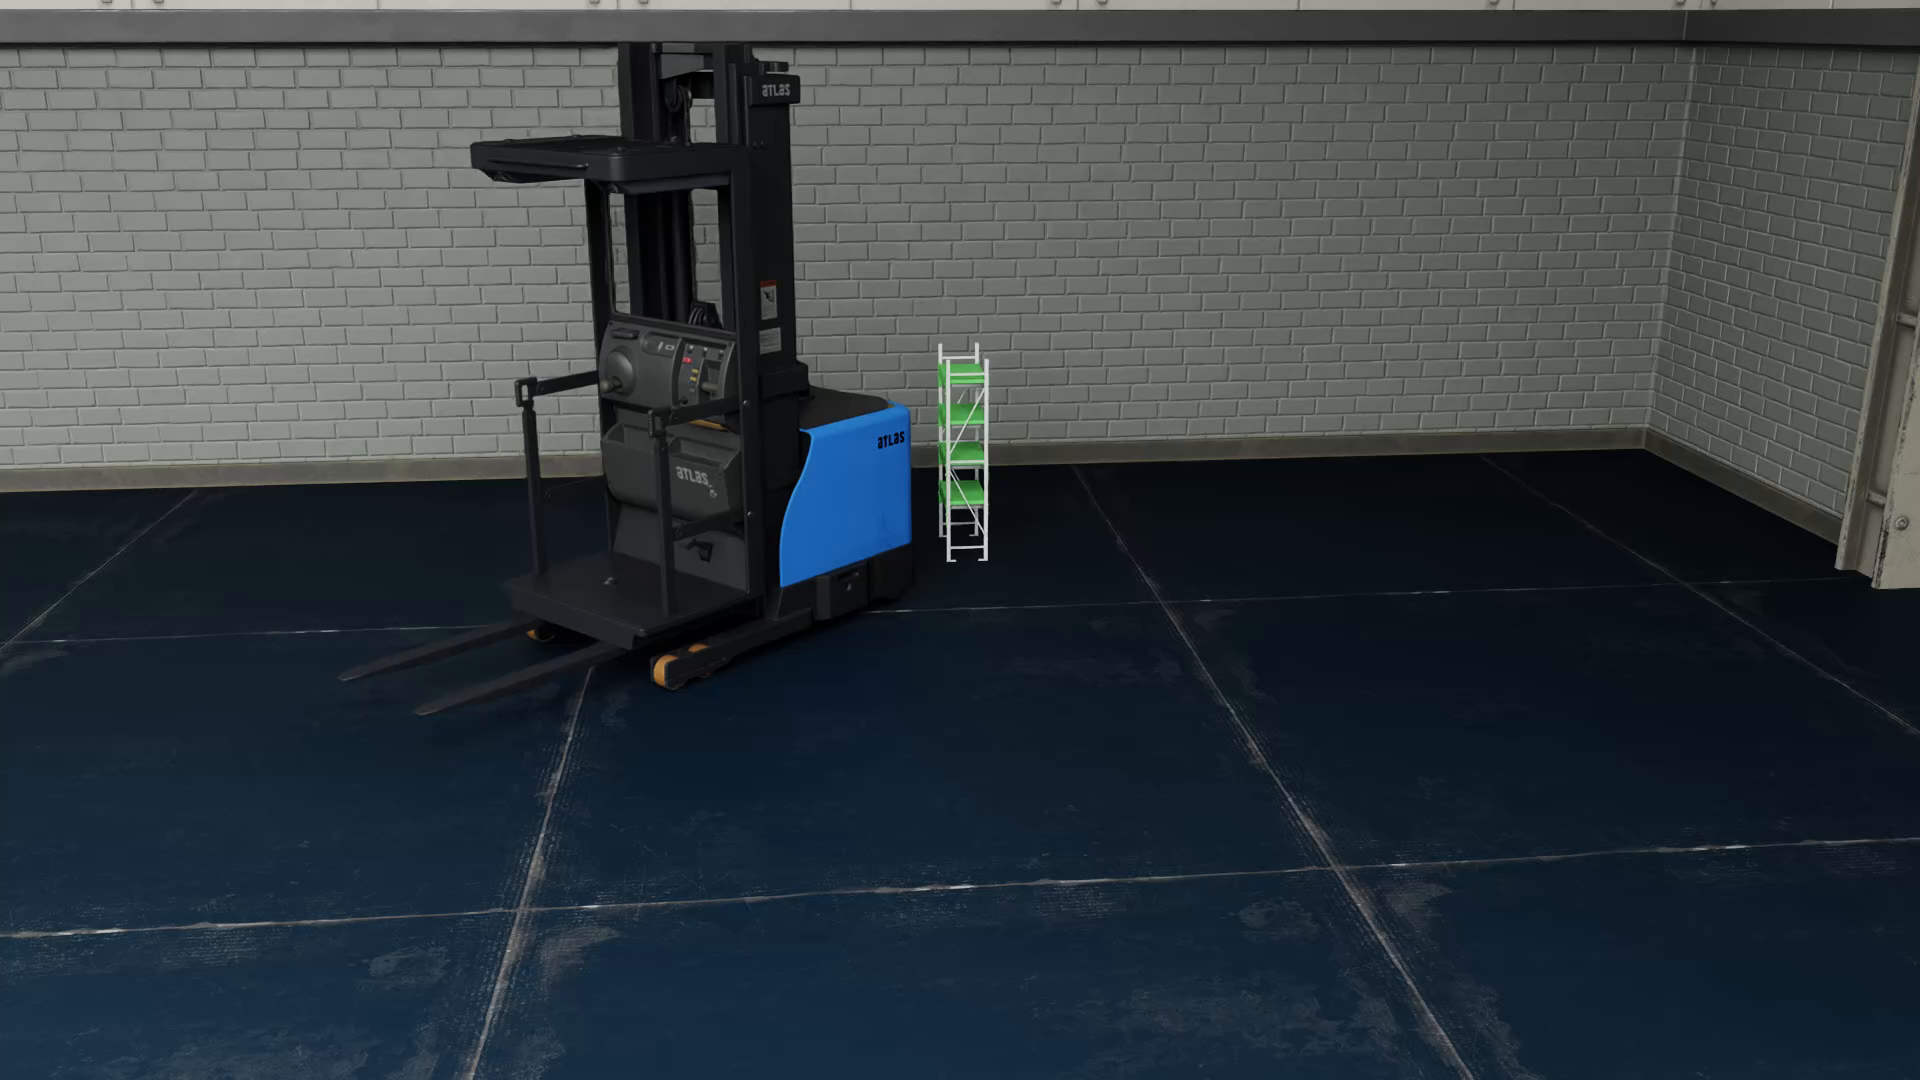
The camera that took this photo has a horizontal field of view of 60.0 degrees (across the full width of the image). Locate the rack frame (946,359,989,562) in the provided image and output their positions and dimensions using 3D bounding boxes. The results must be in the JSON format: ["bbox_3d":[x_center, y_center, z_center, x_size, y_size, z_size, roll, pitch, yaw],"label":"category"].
[{"bbox_3d":[0.042,-0.450,9.609,0.240,1.200,0.015,-2,18,-6],"label":"rack frame"}]

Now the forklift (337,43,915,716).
[{"bbox_3d":[-1.577,-0.854,8.005,1.130,2.935,3.031,14,22,38],"label":"forklift"}]

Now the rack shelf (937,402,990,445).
[{"bbox_3d":[0.017,-0.691,9.788,0.258,0.148,0.480,-2,18,-6],"label":"rack shelf"}]

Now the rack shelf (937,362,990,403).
[{"bbox_3d":[0.017,-0.920,9.716,0.258,0.148,0.480,-2,18,-6],"label":"rack shelf"}]

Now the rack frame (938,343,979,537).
[{"bbox_3d":[-0.008,-0.596,10.072,0.240,1.200,0.015,-2,18,-6],"label":"rack frame"}]

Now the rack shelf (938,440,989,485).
[{"bbox_3d":[0.017,-0.462,9.859,0.258,0.148,0.480,-2,18,-6],"label":"rack shelf"}]

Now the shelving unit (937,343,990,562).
[{"bbox_3d":[0.017,-0.523,9.840,0.258,1.200,0.503,-2,18,-6],"label":"shelving unit"}]

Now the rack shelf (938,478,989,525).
[{"bbox_3d":[0.017,-0.233,9.931,0.258,0.148,0.480,-2,18,-6],"label":"rack shelf"}]

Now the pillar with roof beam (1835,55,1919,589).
[{"bbox_3d":[0.979,-3.950,7.736,9.100,9.000,0.400,-2,18,-6],"label":"pillar with roof beam"}]
